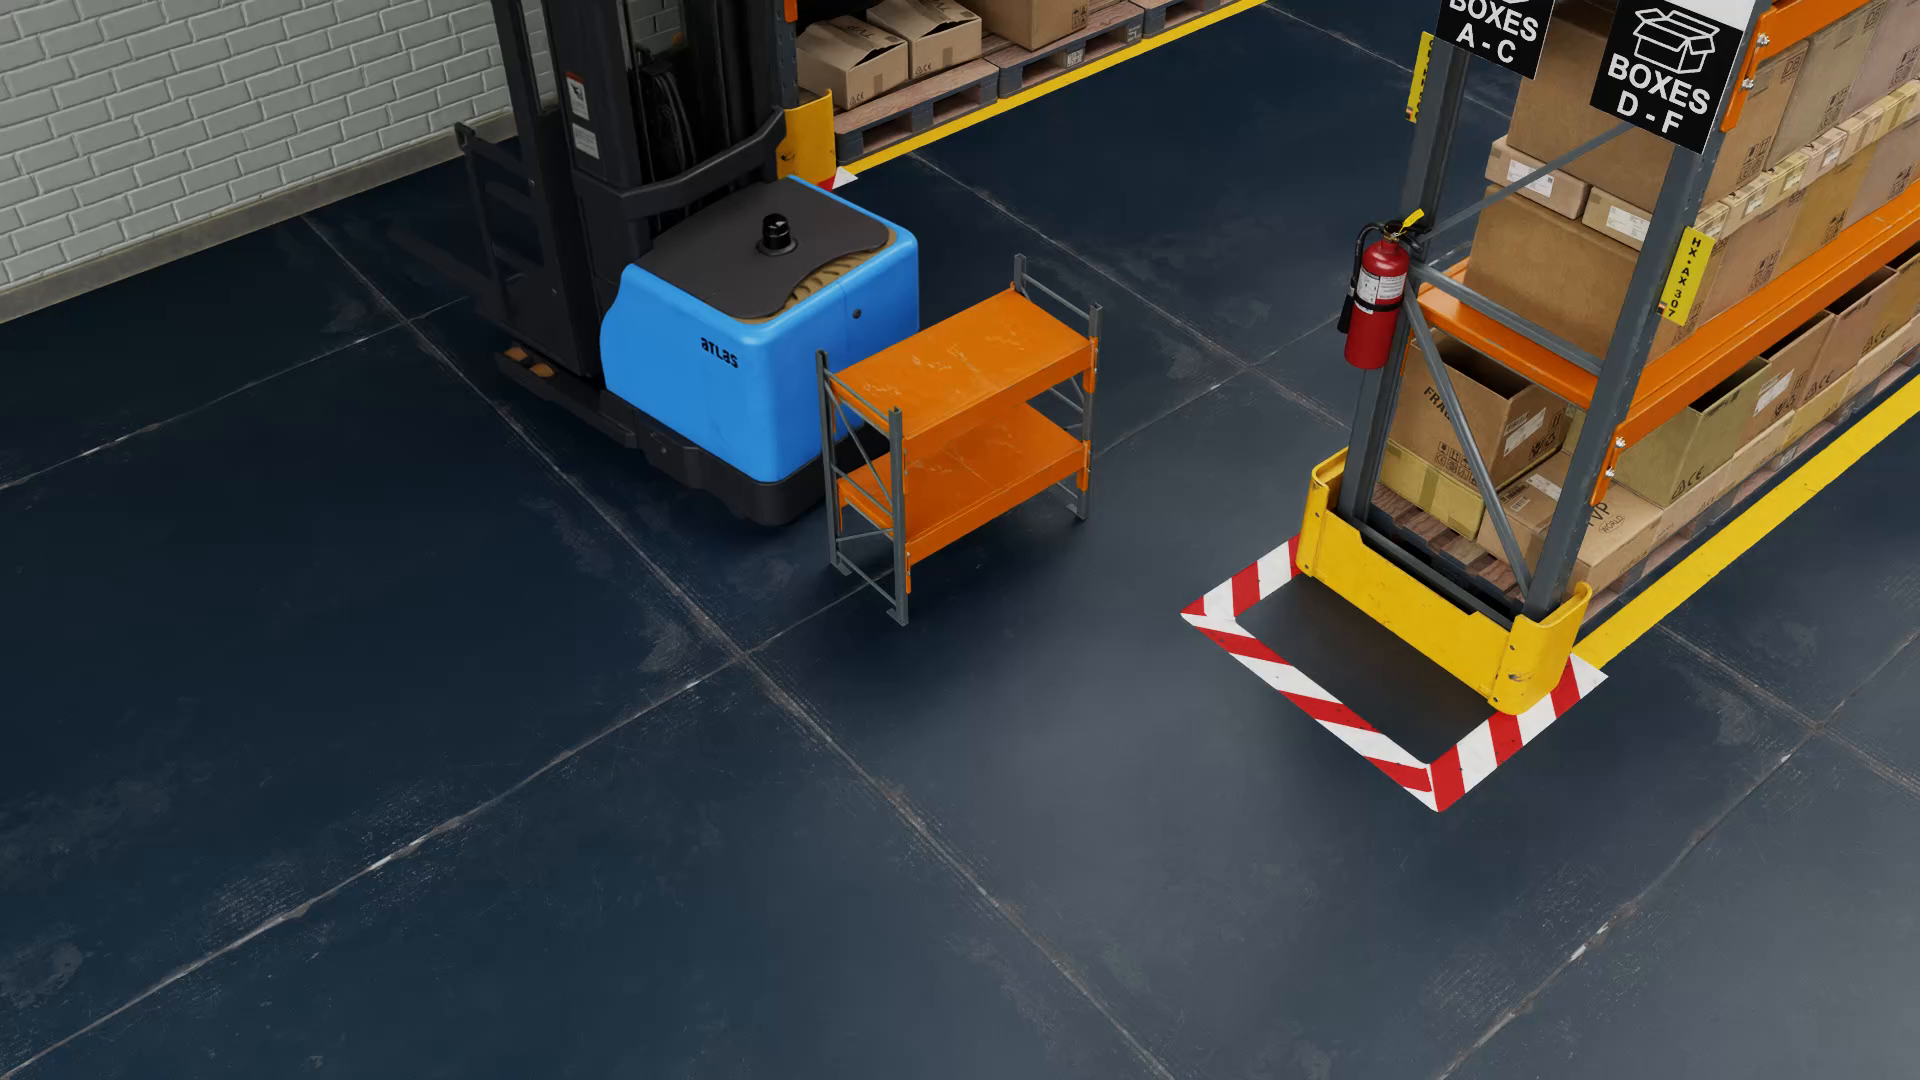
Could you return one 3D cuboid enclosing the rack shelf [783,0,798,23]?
[{"bbox_3d":[0.292,-3.996,9.840,4.000,0.370,1.077,-30,51,-28],"label":"rack shelf"}]

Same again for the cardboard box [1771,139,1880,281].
[{"bbox_3d":[3.090,-1.463,6.544,0.500,0.500,0.700,-29,51,-28],"label":"cardboard box"}]

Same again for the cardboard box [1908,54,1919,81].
[{"bbox_3d":[3.516,-2.187,6.367,0.500,0.500,0.700,-30,51,-28],"label":"cardboard box"}]

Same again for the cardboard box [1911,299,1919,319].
[{"bbox_3d":[4.401,-1.430,7.735,0.500,0.500,0.500,-30,51,-28],"label":"cardboard box"}]

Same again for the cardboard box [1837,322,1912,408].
[{"bbox_3d":[4.028,-0.928,7.749,0.500,0.250,0.500,-30,51,-28],"label":"cardboard box"}]

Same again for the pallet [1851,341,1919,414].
[{"bbox_3d":[4.371,-1.194,8.367,1.213,0.211,1.003,-30,51,-28],"label":"pallet"}]

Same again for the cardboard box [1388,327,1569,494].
[{"bbox_3d":[2.160,-0.596,6.848,0.500,0.500,0.500,-30,51,-28],"label":"cardboard box"}]

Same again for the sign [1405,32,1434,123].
[{"bbox_3d":[1.602,-1.580,5.722,0.005,0.325,0.100,-30,51,-28],"label":"sign"}]

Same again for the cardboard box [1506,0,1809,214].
[{"bbox_3d":[2.346,-1.511,5.648,0.500,0.500,0.700,-30,51,-28],"label":"cardboard box"}]

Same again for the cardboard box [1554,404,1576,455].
[{"bbox_3d":[2.537,-0.548,7.344,0.500,0.250,0.500,-30,51,-28],"label":"cardboard box"}]

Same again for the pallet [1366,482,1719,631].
[{"bbox_3d":[2.499,-0.122,7.226,1.213,0.211,1.003,-30,51,-28],"label":"pallet"}]

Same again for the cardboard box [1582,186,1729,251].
[{"bbox_3d":[2.378,-1.113,5.697,0.250,0.149,0.380,-30,51,-28],"label":"cardboard box"}]

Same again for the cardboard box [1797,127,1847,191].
[{"bbox_3d":[2.966,-1.449,6.054,0.250,0.149,0.380,-31,51,-28],"label":"cardboard box"}]

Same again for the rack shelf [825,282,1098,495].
[{"bbox_3d":[0.005,-0.626,6.668,1.000,0.278,0.538,-30,51,-28],"label":"rack shelf"}]

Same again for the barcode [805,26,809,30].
[{"bbox_3d":[-0.896,-3.038,9.930,0.075,0.075,0.001,-30,51,-28],"label":"barcode"}]

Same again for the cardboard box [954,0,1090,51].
[{"bbox_3d":[0.379,-3.432,10.218,0.500,0.500,0.700,-33,52,-30],"label":"cardboard box"}]

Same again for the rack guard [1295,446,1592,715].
[{"bbox_3d":[1.921,0.141,6.734,0.348,0.500,1.175,-30,51,-28],"label":"rack guard"}]

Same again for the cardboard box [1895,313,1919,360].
[{"bbox_3d":[4.402,-1.155,7.991,0.500,0.250,0.500,-30,51,-28],"label":"cardboard box"}]

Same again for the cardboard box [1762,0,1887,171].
[{"bbox_3d":[2.746,-1.745,5.897,0.500,0.500,0.700,-31,51,-29],"label":"cardboard box"}]

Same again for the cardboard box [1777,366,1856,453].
[{"bbox_3d":[3.645,-0.708,7.514,0.500,0.250,0.500,-30,51,-28],"label":"cardboard box"}]

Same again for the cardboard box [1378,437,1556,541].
[{"bbox_3d":[2.161,-0.322,7.103,0.500,0.250,0.500,-30,51,-28],"label":"cardboard box"}]

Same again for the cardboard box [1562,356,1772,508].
[{"bbox_3d":[2.876,-0.544,6.792,0.500,0.500,0.500,-30,51,-28],"label":"cardboard box"}]

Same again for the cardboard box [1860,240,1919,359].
[{"bbox_3d":[4.020,-1.208,7.499,0.500,0.500,0.500,-30,51,-28],"label":"cardboard box"}]

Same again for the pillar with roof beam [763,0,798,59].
[{"bbox_3d":[1.502,-4.068,5.008,0.400,9.000,9.100,-30,51,-28],"label":"pillar with roof beam"}]

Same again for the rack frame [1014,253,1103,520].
[{"bbox_3d":[0.395,-0.636,7.106,0.032,1.125,0.500,-30,51,-28],"label":"rack frame"}]

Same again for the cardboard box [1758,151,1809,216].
[{"bbox_3d":[2.771,-1.339,5.938,0.250,0.149,0.380,-30,51,-28],"label":"cardboard box"}]

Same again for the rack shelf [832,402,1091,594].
[{"bbox_3d":[0.005,-0.235,7.035,1.000,0.278,0.538,-30,51,-28],"label":"rack shelf"}]

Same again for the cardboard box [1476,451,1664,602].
[{"bbox_3d":[2.493,-0.050,6.814,0.500,0.250,0.500,-30,51,-28],"label":"cardboard box"}]

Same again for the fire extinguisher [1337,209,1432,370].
[{"bbox_3d":[1.551,-0.944,6.121,0.183,0.674,0.296,-30,51,-28],"label":"fire extinguisher"}]

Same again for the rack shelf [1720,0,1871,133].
[{"bbox_3d":[3.473,-2.490,6.045,4.000,0.370,1.077,-30,51,-28],"label":"rack shelf"}]

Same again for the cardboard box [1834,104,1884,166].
[{"bbox_3d":[3.169,-1.567,6.180,0.250,0.149,0.380,-32,52,-29],"label":"cardboard box"}]

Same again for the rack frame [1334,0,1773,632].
[{"bbox_3d":[1.939,-0.780,5.890,0.127,3.000,1.000,-30,51,-28],"label":"rack frame"}]

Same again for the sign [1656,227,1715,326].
[{"bbox_3d":[2.291,-0.831,5.253,0.005,0.325,0.100,-30,51,-28],"label":"sign"}]

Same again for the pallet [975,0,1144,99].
[{"bbox_3d":[0.398,-3.268,10.576,1.213,0.211,1.003,-30,51,-28],"label":"pallet"}]

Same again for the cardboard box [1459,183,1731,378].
[{"bbox_3d":[2.306,-1.015,6.067,0.500,0.500,0.700,-30,51,-28],"label":"cardboard box"}]

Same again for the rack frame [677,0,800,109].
[{"bbox_3d":[-1.242,-3.380,8.658,0.127,3.000,1.000,-30,51,-28],"label":"rack frame"}]

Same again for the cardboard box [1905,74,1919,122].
[{"bbox_3d":[3.558,-1.787,6.415,0.250,0.149,0.380,-29,51,-28],"label":"cardboard box"}]

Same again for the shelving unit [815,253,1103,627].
[{"bbox_3d":[0.005,-0.413,6.868,1.048,1.125,0.538,-30,51,-28],"label":"shelving unit"}]

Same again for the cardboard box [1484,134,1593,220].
[{"bbox_3d":[2.110,-1.321,5.919,0.250,0.149,0.380,-31,51,-28],"label":"cardboard box"}]

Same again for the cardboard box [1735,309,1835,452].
[{"bbox_3d":[3.251,-0.770,7.033,0.500,0.500,0.500,-30,51,-28],"label":"cardboard box"}]

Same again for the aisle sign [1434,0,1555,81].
[{"bbox_3d":[1.701,-1.853,5.133,0.004,0.787,0.394,-30,51,-28],"label":"aisle sign"}]

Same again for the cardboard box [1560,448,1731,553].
[{"bbox_3d":[2.875,-0.272,7.050,0.500,0.250,0.500,-30,51,-28],"label":"cardboard box"}]

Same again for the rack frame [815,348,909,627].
[{"bbox_3d":[-0.385,-0.190,6.630,0.032,1.125,0.500,-30,51,-28],"label":"rack frame"}]

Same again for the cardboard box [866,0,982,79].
[{"bbox_3d":[-0.216,-3.067,9.968,0.500,0.311,0.500,-26,49,-25],"label":"cardboard box"}]

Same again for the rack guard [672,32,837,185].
[{"bbox_3d":[-1.184,-2.502,9.549,0.348,0.500,1.175,-30,51,-28],"label":"rack guard"}]

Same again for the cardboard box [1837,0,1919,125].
[{"bbox_3d":[3.132,-1.967,6.133,0.500,0.500,0.700,-30,51,-28],"label":"cardboard box"}]

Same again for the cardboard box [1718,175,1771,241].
[{"bbox_3d":[2.579,-1.230,5.822,0.250,0.149,0.380,-31,51,-29],"label":"cardboard box"}]

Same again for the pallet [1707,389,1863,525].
[{"bbox_3d":[3.434,-0.655,7.793,1.213,0.211,1.003,-30,51,-28],"label":"pallet"}]

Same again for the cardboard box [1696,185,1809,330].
[{"bbox_3d":[2.705,-1.248,6.315,0.500,0.500,0.700,-28,50,-27],"label":"cardboard box"}]

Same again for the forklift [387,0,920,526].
[{"bbox_3d":[-1.609,-1.994,7.232,3.031,2.935,1.130,31,51,28],"label":"forklift"}]

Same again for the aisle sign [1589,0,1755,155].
[{"bbox_3d":[2.085,-1.538,4.798,0.004,0.787,0.394,-30,51,-28],"label":"aisle sign"}]

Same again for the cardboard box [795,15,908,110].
[{"bbox_3d":[-0.653,-2.817,9.701,0.500,0.311,0.500,33,52,30],"label":"cardboard box"}]

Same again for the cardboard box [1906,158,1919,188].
[{"bbox_3d":[3.883,-1.922,7.033,0.500,0.500,0.700,-29,50,-27],"label":"cardboard box"}]

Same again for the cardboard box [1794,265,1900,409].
[{"bbox_3d":[3.646,-0.981,7.257,0.500,0.500,0.500,-30,51,-28],"label":"cardboard box"}]

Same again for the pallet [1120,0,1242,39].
[{"bbox_3d":[1.334,-3.807,11.149,1.213,0.211,1.003,-30,51,-28],"label":"pallet"}]

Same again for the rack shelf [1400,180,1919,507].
[{"bbox_3d":[3.473,-1.397,7.072,4.000,0.370,1.077,-30,51,-28],"label":"rack shelf"}]

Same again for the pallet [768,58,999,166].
[{"bbox_3d":[-0.538,-2.735,10.008,1.213,0.211,1.003,-30,51,-28],"label":"pallet"}]

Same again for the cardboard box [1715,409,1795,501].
[{"bbox_3d":[3.258,-0.491,7.283,0.500,0.250,0.500,-30,51,-28],"label":"cardboard box"}]

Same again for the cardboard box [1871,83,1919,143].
[{"bbox_3d":[3.365,-1.679,6.300,0.250,0.149,0.380,-30,51,-28],"label":"cardboard box"}]

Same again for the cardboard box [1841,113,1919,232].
[{"bbox_3d":[3.491,-1.697,6.792,0.500,0.500,0.700,-28,50,-27],"label":"cardboard box"}]
